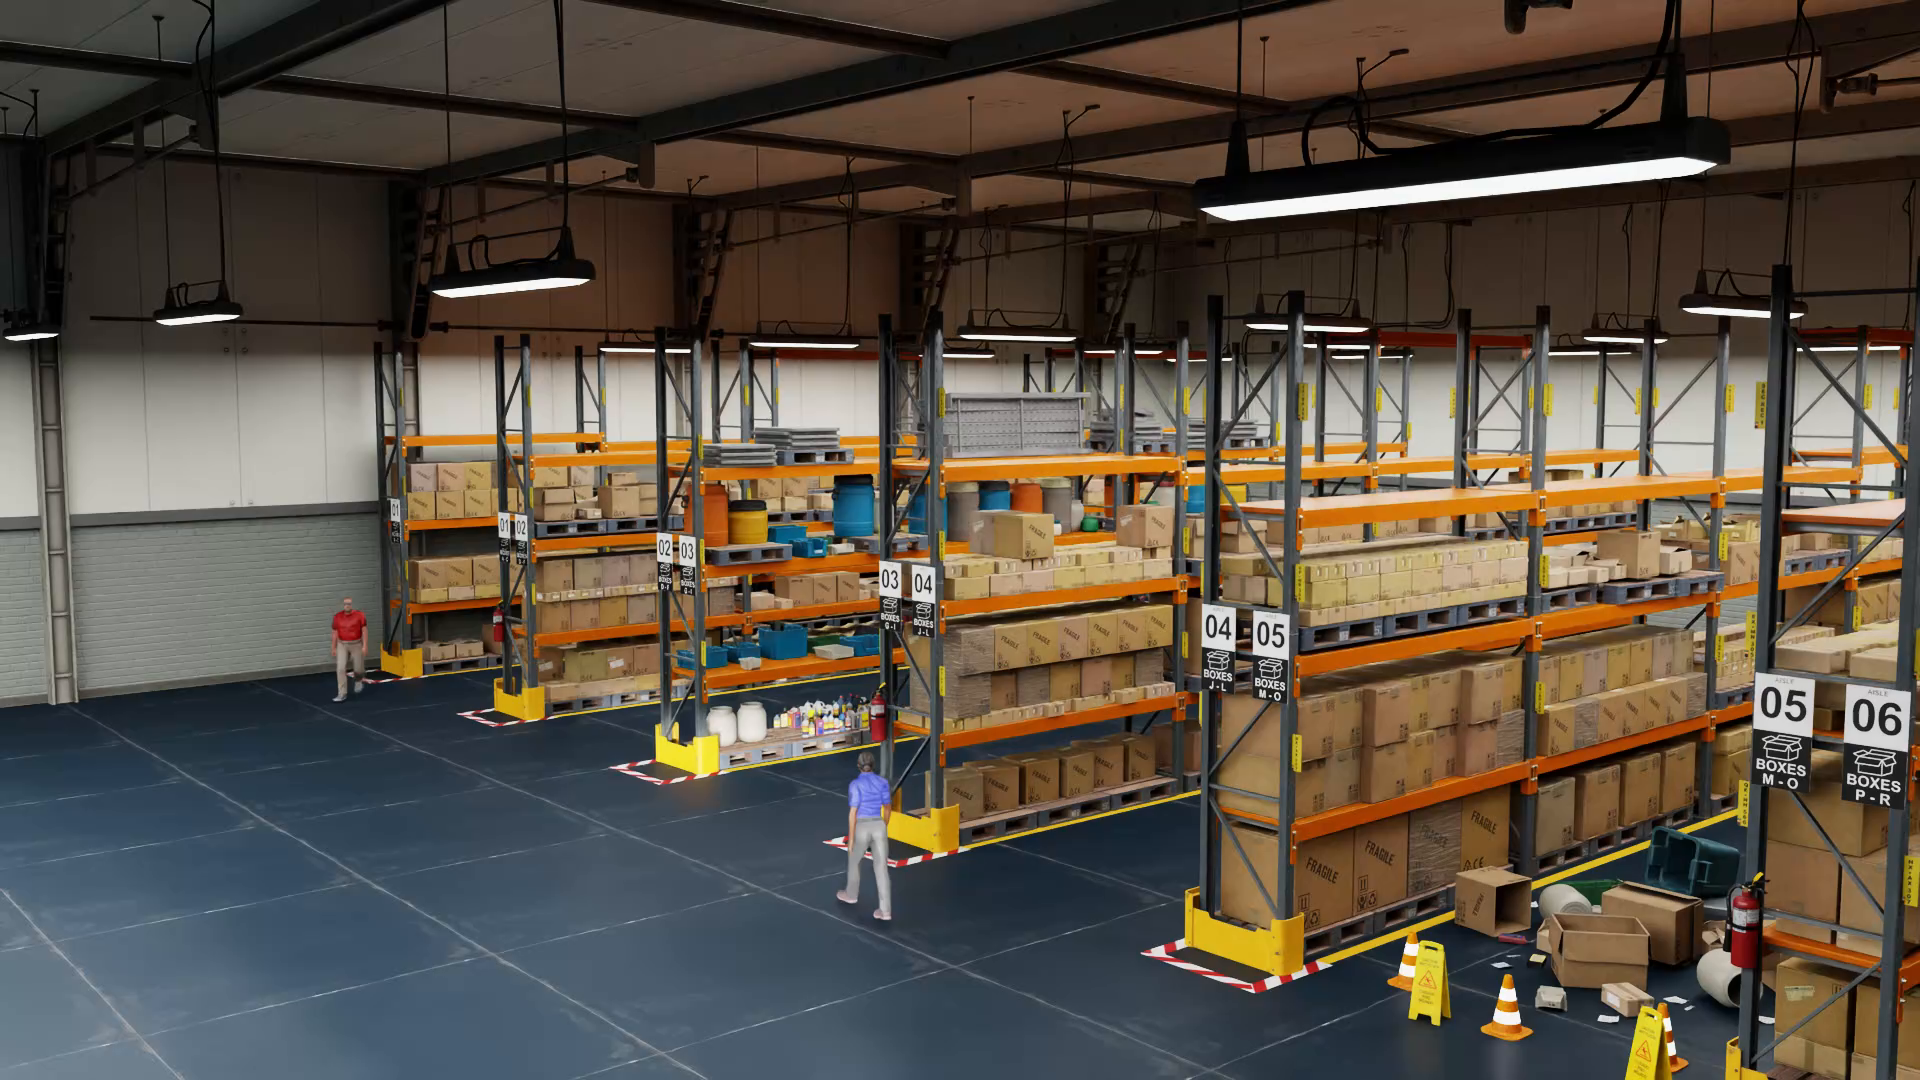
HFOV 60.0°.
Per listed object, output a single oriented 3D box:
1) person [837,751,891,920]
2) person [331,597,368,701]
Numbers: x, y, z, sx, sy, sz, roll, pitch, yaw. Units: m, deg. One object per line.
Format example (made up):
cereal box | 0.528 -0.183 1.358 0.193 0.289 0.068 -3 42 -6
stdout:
person | -0.908 2.857 16.363 0.495 1.581 1.005 -2 6 -23
person | -10.157 1.782 27.684 0.592 1.700 0.831 -1 5 -8
